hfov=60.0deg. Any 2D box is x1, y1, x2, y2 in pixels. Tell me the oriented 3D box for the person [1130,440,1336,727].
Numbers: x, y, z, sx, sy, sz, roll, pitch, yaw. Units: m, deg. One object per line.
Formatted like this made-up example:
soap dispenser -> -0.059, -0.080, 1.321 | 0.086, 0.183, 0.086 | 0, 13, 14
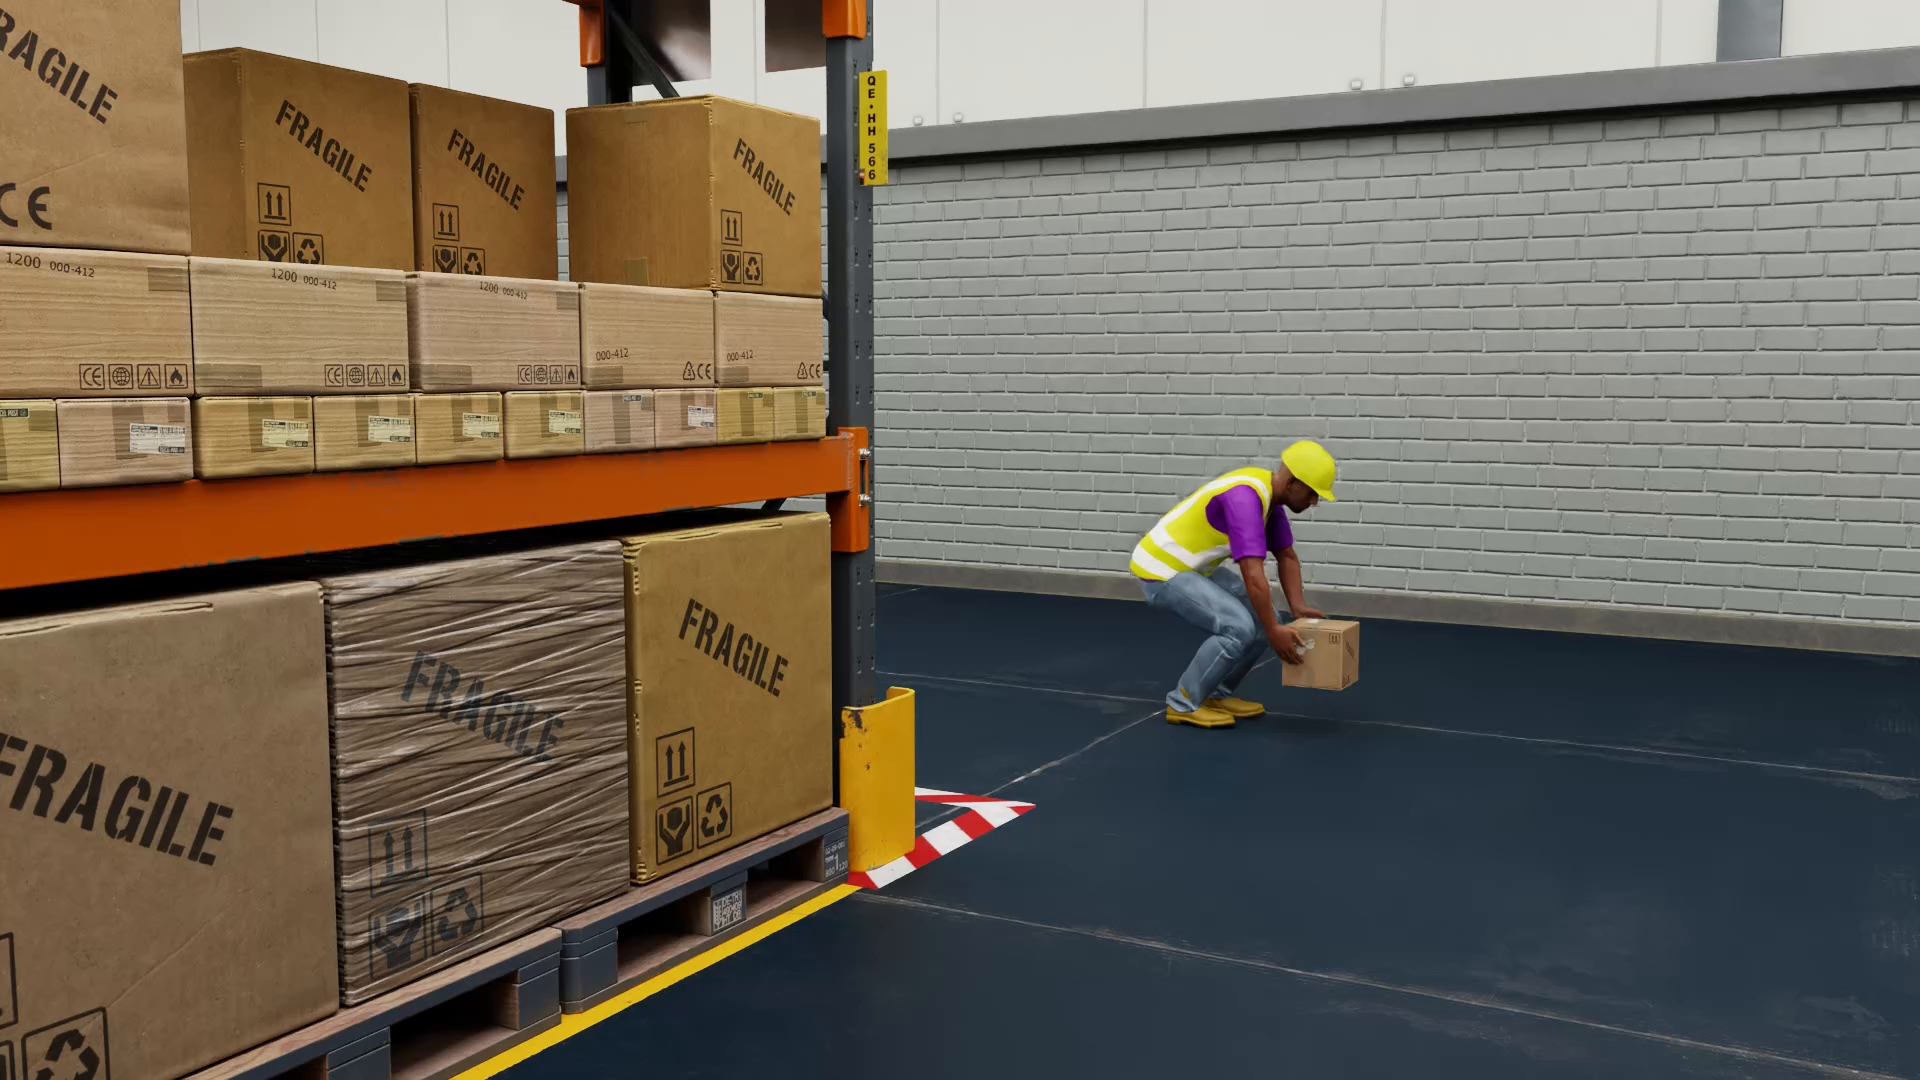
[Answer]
person -> 1.170, 0.173, 7.089 | 0.839, 1.207, 0.620 | 3, 7, 28
